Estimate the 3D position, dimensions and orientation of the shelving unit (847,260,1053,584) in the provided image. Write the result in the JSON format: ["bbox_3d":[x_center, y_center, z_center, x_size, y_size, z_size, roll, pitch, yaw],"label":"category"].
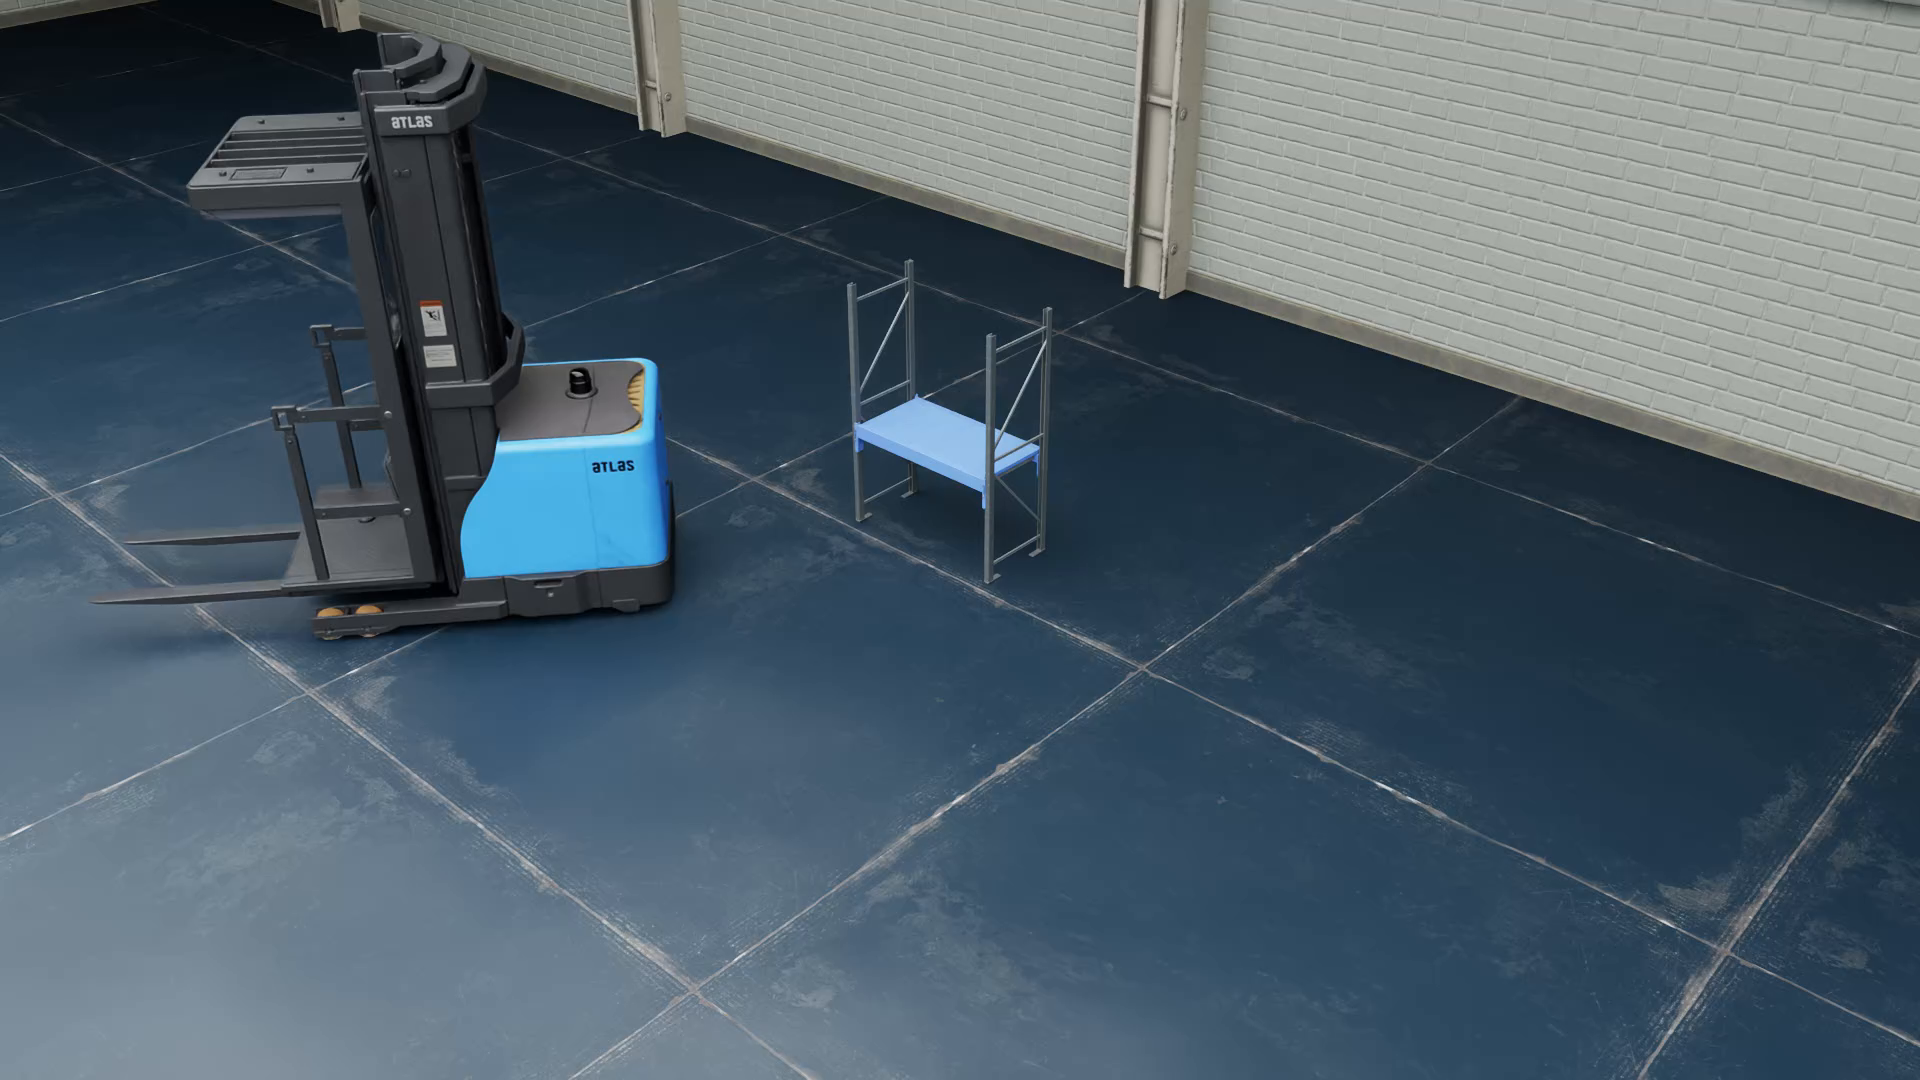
[{"bbox_3d":[-0.063,-0.672,9.357,1.048,1.500,0.538,25,39,35],"label":"shelving unit"}]

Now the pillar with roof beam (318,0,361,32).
[{"bbox_3d":[-10.261,-8.336,14.817,0.400,9.000,9.100,25,39,35],"label":"pillar with roof beam"}]

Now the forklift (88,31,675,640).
[{"bbox_3d":[-3.122,-1.018,8.543,3.031,2.935,1.130,-4,31,-7],"label":"forklift"}]

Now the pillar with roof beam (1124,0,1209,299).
[{"bbox_3d":[-1.364,-4.183,7.918,0.400,9.000,9.100,25,39,35],"label":"pillar with roof beam"}]

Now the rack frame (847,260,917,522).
[{"bbox_3d":[-0.440,-0.848,9.649,0.032,1.500,0.500,25,39,35],"label":"rack frame"}]

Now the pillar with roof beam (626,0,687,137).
[{"bbox_3d":[-5.812,-6.260,11.368,0.400,9.000,9.100,25,39,35],"label":"pillar with roof beam"}]

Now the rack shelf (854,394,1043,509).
[{"bbox_3d":[-0.063,-0.518,9.449,1.000,0.185,0.538,25,39,35],"label":"rack shelf"}]

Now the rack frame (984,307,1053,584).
[{"bbox_3d":[0.314,-0.496,9.064,0.032,1.500,0.500,25,39,35],"label":"rack frame"}]
